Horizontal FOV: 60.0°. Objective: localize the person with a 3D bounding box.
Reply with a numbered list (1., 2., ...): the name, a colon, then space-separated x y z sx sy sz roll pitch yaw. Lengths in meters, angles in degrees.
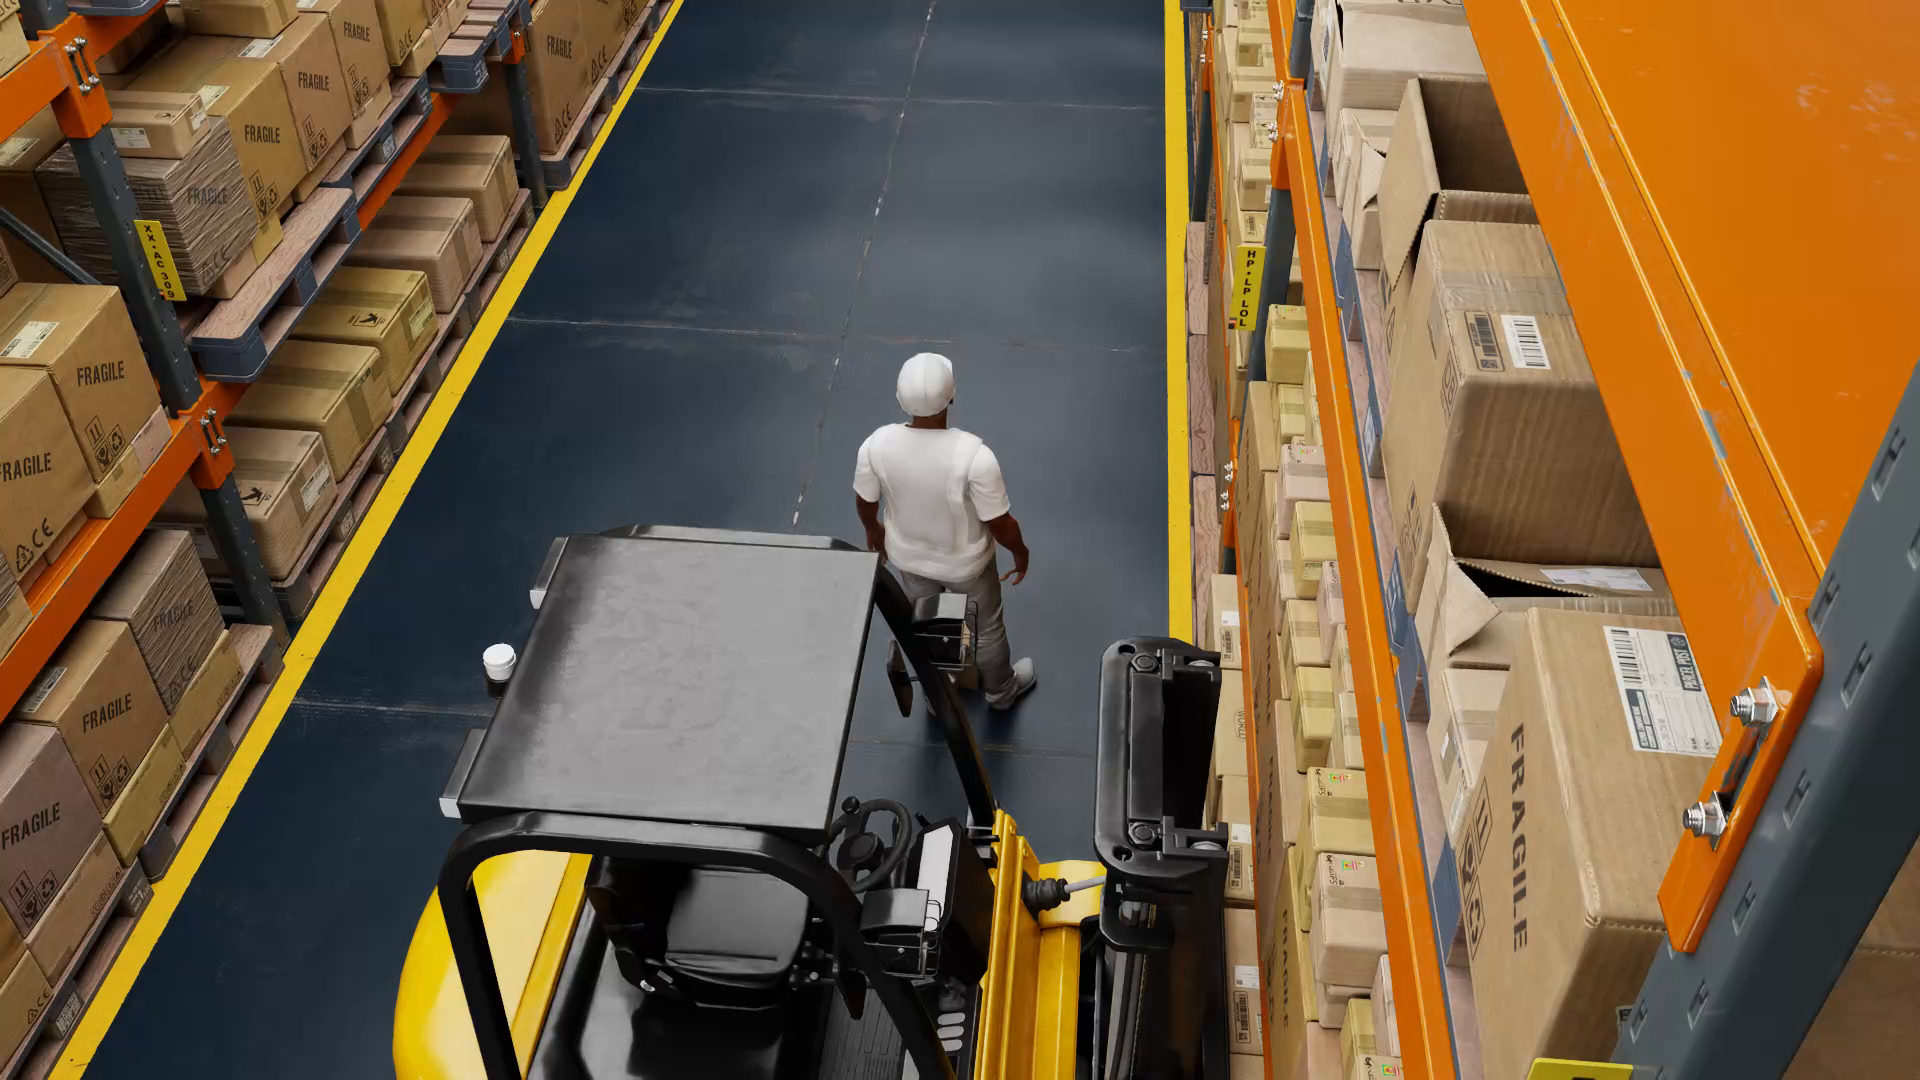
1. person: -0.043 -0.015 6.435 0.665 1.765 0.576 12 41 14
